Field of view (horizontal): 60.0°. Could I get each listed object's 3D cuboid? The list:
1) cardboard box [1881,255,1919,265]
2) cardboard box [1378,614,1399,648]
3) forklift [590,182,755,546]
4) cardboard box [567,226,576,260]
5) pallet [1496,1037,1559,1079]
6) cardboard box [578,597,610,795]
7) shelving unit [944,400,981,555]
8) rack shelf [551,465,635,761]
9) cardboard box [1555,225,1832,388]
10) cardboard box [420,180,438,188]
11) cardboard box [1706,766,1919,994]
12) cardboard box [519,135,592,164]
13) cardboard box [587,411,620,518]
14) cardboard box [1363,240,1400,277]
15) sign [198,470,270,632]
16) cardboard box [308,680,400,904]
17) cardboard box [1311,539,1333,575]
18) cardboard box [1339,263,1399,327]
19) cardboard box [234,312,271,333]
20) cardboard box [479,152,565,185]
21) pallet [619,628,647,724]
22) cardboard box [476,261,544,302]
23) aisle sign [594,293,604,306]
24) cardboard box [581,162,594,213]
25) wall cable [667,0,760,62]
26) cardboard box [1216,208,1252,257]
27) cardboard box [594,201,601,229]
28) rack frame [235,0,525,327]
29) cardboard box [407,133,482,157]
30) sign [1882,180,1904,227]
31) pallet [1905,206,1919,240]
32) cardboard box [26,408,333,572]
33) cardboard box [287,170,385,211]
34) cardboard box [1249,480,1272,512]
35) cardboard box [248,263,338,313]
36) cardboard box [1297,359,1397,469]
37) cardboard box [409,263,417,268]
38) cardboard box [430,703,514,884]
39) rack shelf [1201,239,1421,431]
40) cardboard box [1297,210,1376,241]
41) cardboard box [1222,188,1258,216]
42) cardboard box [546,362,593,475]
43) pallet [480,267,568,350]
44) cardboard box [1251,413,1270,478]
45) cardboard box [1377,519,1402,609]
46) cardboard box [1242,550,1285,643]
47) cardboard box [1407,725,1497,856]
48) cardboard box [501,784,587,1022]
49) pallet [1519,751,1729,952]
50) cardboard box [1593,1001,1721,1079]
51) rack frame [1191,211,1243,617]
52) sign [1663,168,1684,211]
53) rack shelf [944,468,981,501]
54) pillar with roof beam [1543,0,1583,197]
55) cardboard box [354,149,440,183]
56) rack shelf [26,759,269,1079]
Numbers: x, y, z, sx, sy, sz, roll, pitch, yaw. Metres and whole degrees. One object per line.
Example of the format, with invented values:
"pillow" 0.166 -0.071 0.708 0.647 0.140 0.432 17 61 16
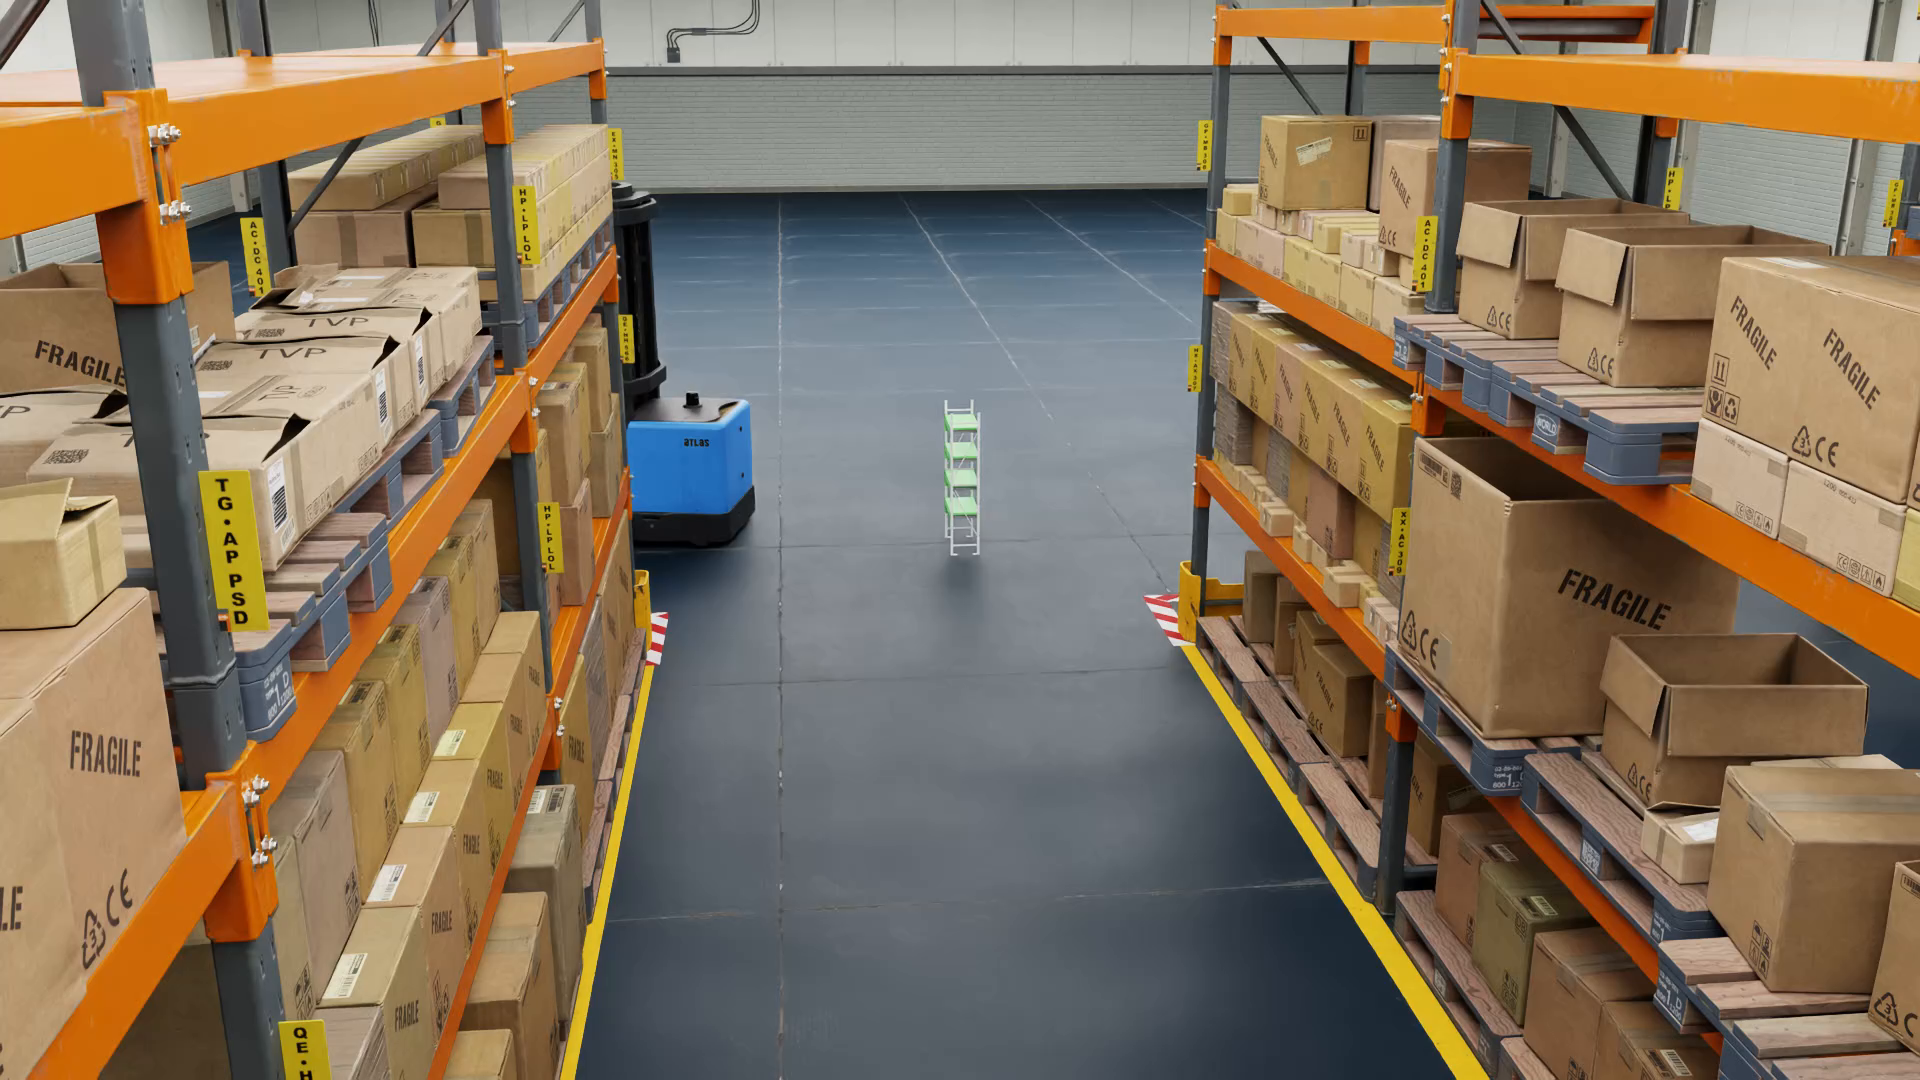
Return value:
"cardboard box" 3.094 -0.572 4.981 0.500 0.500 0.500 -2 18 -7
"cardboard box" 2.267 0.468 8.099 0.380 0.149 0.250 -2 18 -6
"forklift" -3.373 -1.519 14.123 3.031 2.935 1.130 2 18 7
"cardboard box" -2.195 -1.532 8.592 0.380 0.149 0.250 -2 18 -6
"pallet" 2.792 2.329 6.405 1.003 0.211 1.213 -2 18 -6
"cardboard box" -2.454 0.881 9.209 0.875 0.875 0.875 -2 18 -5
"shelving unit" 0.017 -0.523 13.840 0.258 1.200 0.503 -2 18 -6
"rack shelf" -2.569 0.273 9.500 1.077 0.370 4.000 -2 18 -6
"cardboard box" 2.630 -0.854 6.009 0.797 0.503 0.637 -1 17 -3
"cardboard box" -2.770 -1.662 8.342 0.500 0.250 0.500 -2 18 -6
"cardboard box" 2.742 1.023 5.041 0.700 0.500 0.500 1 17 3
"cardboard box" -2.299 -2.214 9.432 0.380 0.149 0.250 -2 18 -5
"cardboard box" -2.613 -0.465 10.401 0.875 0.550 0.550 -2 18 -6
"cardboard box" 2.212 -1.390 8.172 0.380 0.149 0.250 -3 18 -8
"sign" -1.410 0.024 3.223 0.100 0.325 0.005 -2 18 -6
"cardboard box" -2.095 0.755 4.927 0.700 0.500 0.500 -2 18 -6
"cardboard box" 2.187 0.094 9.291 0.380 0.149 0.250 -2 18 -6
"cardboard box" 2.231 -1.241 8.364 0.500 0.250 0.500 -1 17 -4
"cardboard box" -2.502 -0.717 5.996 0.250 0.149 0.380 -2 18 -6
"cardboard box" -2.169 -1.837 8.232 0.380 0.149 0.250 -2 17 -5
"pallet" -2.615 0.900 10.957 1.003 0.211 1.213 -2 18 -6
"cardboard box" -2.062 -1.152 7.384 0.380 0.149 0.250 -2 18 -7
"aisle sign" -2.484 -1.937 10.998 0.394 0.787 0.004 -2 18 -6
"cardboard box" -2.345 -1.980 9.353 0.500 0.250 0.500 -2 18 -6
"wall cable" -6.088 -14.723 40.373 2.305 6.003 0.169 -2 18 -6
"cardboard box" 1.962 -1.997 10.773 0.500 0.250 0.500 -1 17 -4
"cardboard box" -2.326 -1.910 9.796 0.380 0.149 0.250 -2 18 -5
"rack frame" -2.362 -2.336 6.596 1.000 3.000 0.127 -2 18 -6
"cardboard box" -2.980 -2.270 9.613 0.380 0.149 0.250 -2 17 -5
"sign" 6.548 -2.362 11.669 0.100 0.325 0.005 -2 18 -6
"pallet" 7.084 -2.034 10.954 1.003 0.211 1.213 -2 18 -6
"cardboard box" -1.806 -0.142 3.893 0.500 0.311 0.500 -2 18 -6
"cardboard box" -2.717 -1.513 7.201 0.380 0.149 0.250 -2 18 -6
"cardboard box" 2.044 -0.278 10.475 0.380 0.149 0.250 -2 18 -6
"cardboard box" -2.548 -0.902 6.390 0.258 0.266 0.396 -2 18 -7
"cardboard box" 2.158 -0.688 9.026 0.500 0.500 0.500 -2 18 -6
"cardboard box" -2.772 -1.284 7.804 0.380 0.149 0.250 -2 17 -5
"cardboard box" -1.938 0.926 6.052 0.500 0.500 0.500 -2 17 -5
"rack shelf" 2.375 -1.281 9.443 1.077 0.370 4.000 -2 18 -6
"cardboard box" 2.140 -1.788 9.442 0.380 0.149 0.250 -2 18 -6
"cardboard box" 1.898 -2.169 10.657 0.380 0.149 0.250 -1 17 -4
"cardboard box" -2.520 -0.655 9.203 0.875 0.550 0.500 -2 18 -6
"pallet" -2.436 -1.107 7.836 1.003 0.211 1.213 -2 18 -6
"cardboard box" 2.369 -0.669 10.636 0.875 0.500 0.500 -2 18 -6
"cardboard box" 2.597 0.077 8.260 0.875 0.500 0.500 -2 18 -6
"cardboard box" 2.217 0.390 11.400 0.500 0.500 0.500 1 17 5
"cardboard box" 2.580 1.274 8.582 0.500 0.500 0.500 -2 18 -7
"cardboard box" -2.209 1.581 7.188 1.050 0.750 0.750 -2 18 -6
"pallet" 2.749 1.097 5.994 1.003 0.211 1.213 -2 18 -6
"cardboard box" 2.770 2.045 6.096 0.700 0.500 0.500 0 17 -1
"rack frame" 2.169 -0.789 11.683 1.000 3.000 0.127 -2 18 -6
"sign" 3.133 -1.481 7.359 0.100 0.325 0.005 -2 18 -6
"rack shelf" 0.017 -0.462 13.859 0.258 0.148 0.480 -2 18 -6
"pillar with roof beam" 10.506 -12.734 39.714 9.100 9.000 0.400 -2 18 -6
"cardboard box" -2.847 -1.889 8.399 0.380 0.149 0.250 -2 18 -6
"rack shelf" -1.743 1.225 1.459 1.077 0.370 4.000 -2 18 -6
